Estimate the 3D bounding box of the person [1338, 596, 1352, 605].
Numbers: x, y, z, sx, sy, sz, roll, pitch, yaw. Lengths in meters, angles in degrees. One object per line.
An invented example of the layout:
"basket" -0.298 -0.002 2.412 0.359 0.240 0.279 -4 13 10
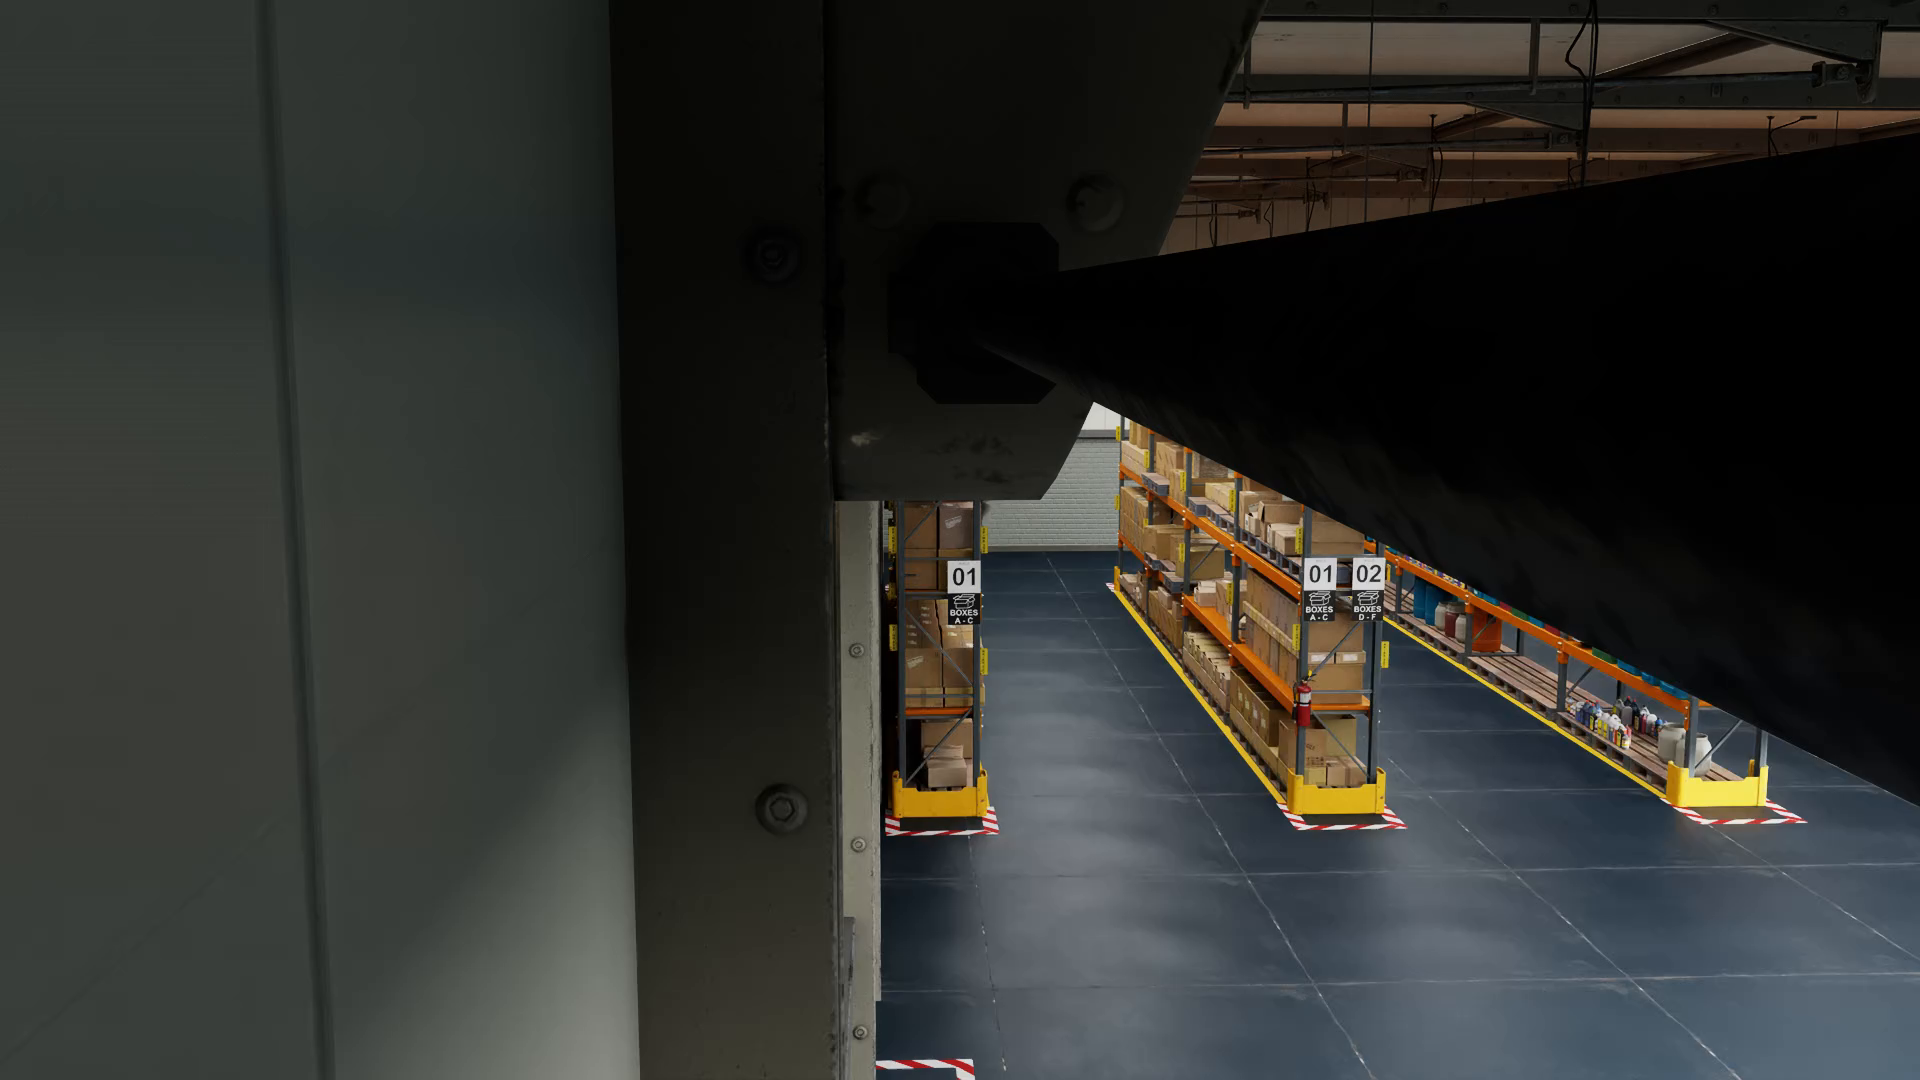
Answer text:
"person" 6.691 1.364 28.895 0.590 1.678 0.743 0 8 -2
